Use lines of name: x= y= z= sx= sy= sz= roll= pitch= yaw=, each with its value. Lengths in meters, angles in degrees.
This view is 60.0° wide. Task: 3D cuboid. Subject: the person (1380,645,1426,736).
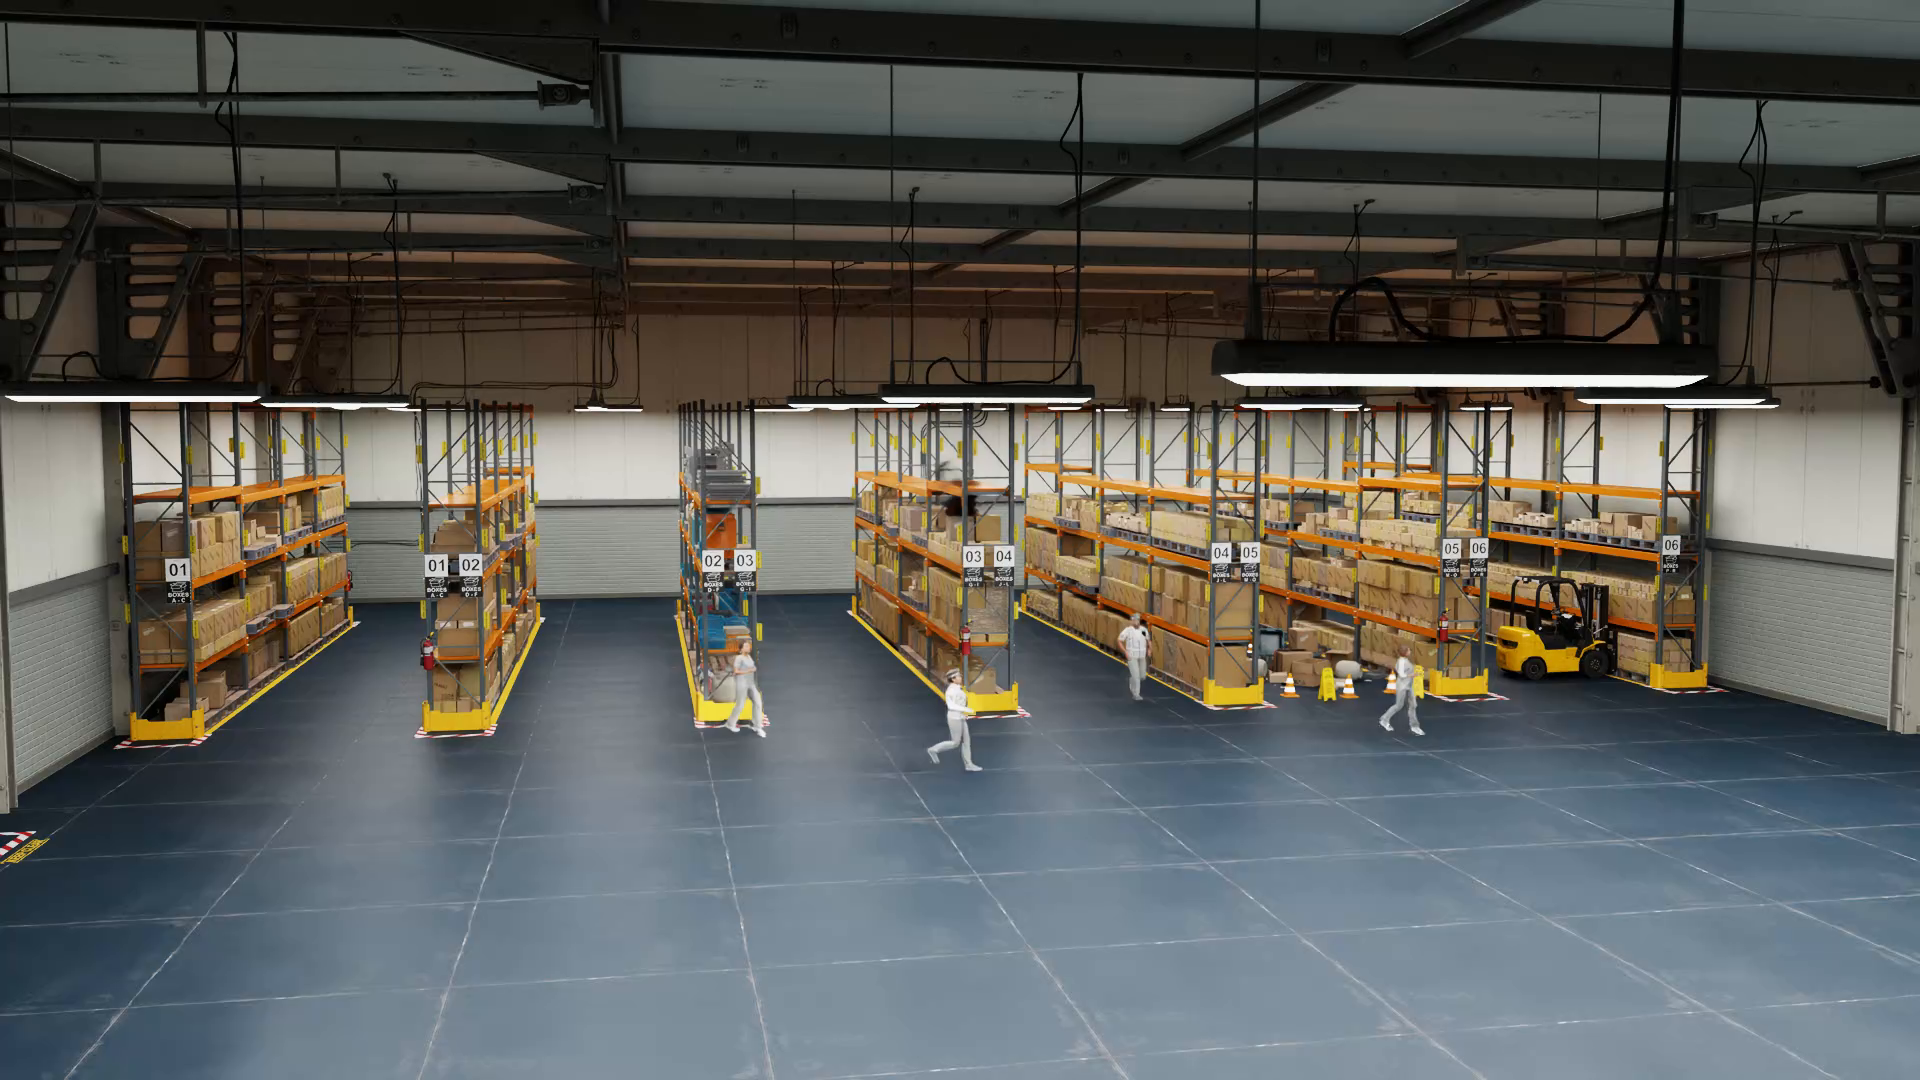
person: x=7.901 y=2.668 z=29.671 sx=0.805 sy=1.621 sz=0.531 roll=3 pitch=5 yaw=32

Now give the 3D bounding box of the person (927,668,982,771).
person: x=-0.076 y=2.865 z=26.623 sx=0.890 sy=1.669 sz=0.618 roll=1 pitch=4 yaw=9

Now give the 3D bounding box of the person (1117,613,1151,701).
person: x=3.521 y=2.321 z=33.453 sx=0.699 sy=1.738 sz=0.771 roll=-1 pitch=5 yaw=-18

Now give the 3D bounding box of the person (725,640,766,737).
person: x=-3.841 y=2.643 z=29.649 sx=0.760 sy=1.724 sz=0.567 roll=3 pitch=5 yaw=33
